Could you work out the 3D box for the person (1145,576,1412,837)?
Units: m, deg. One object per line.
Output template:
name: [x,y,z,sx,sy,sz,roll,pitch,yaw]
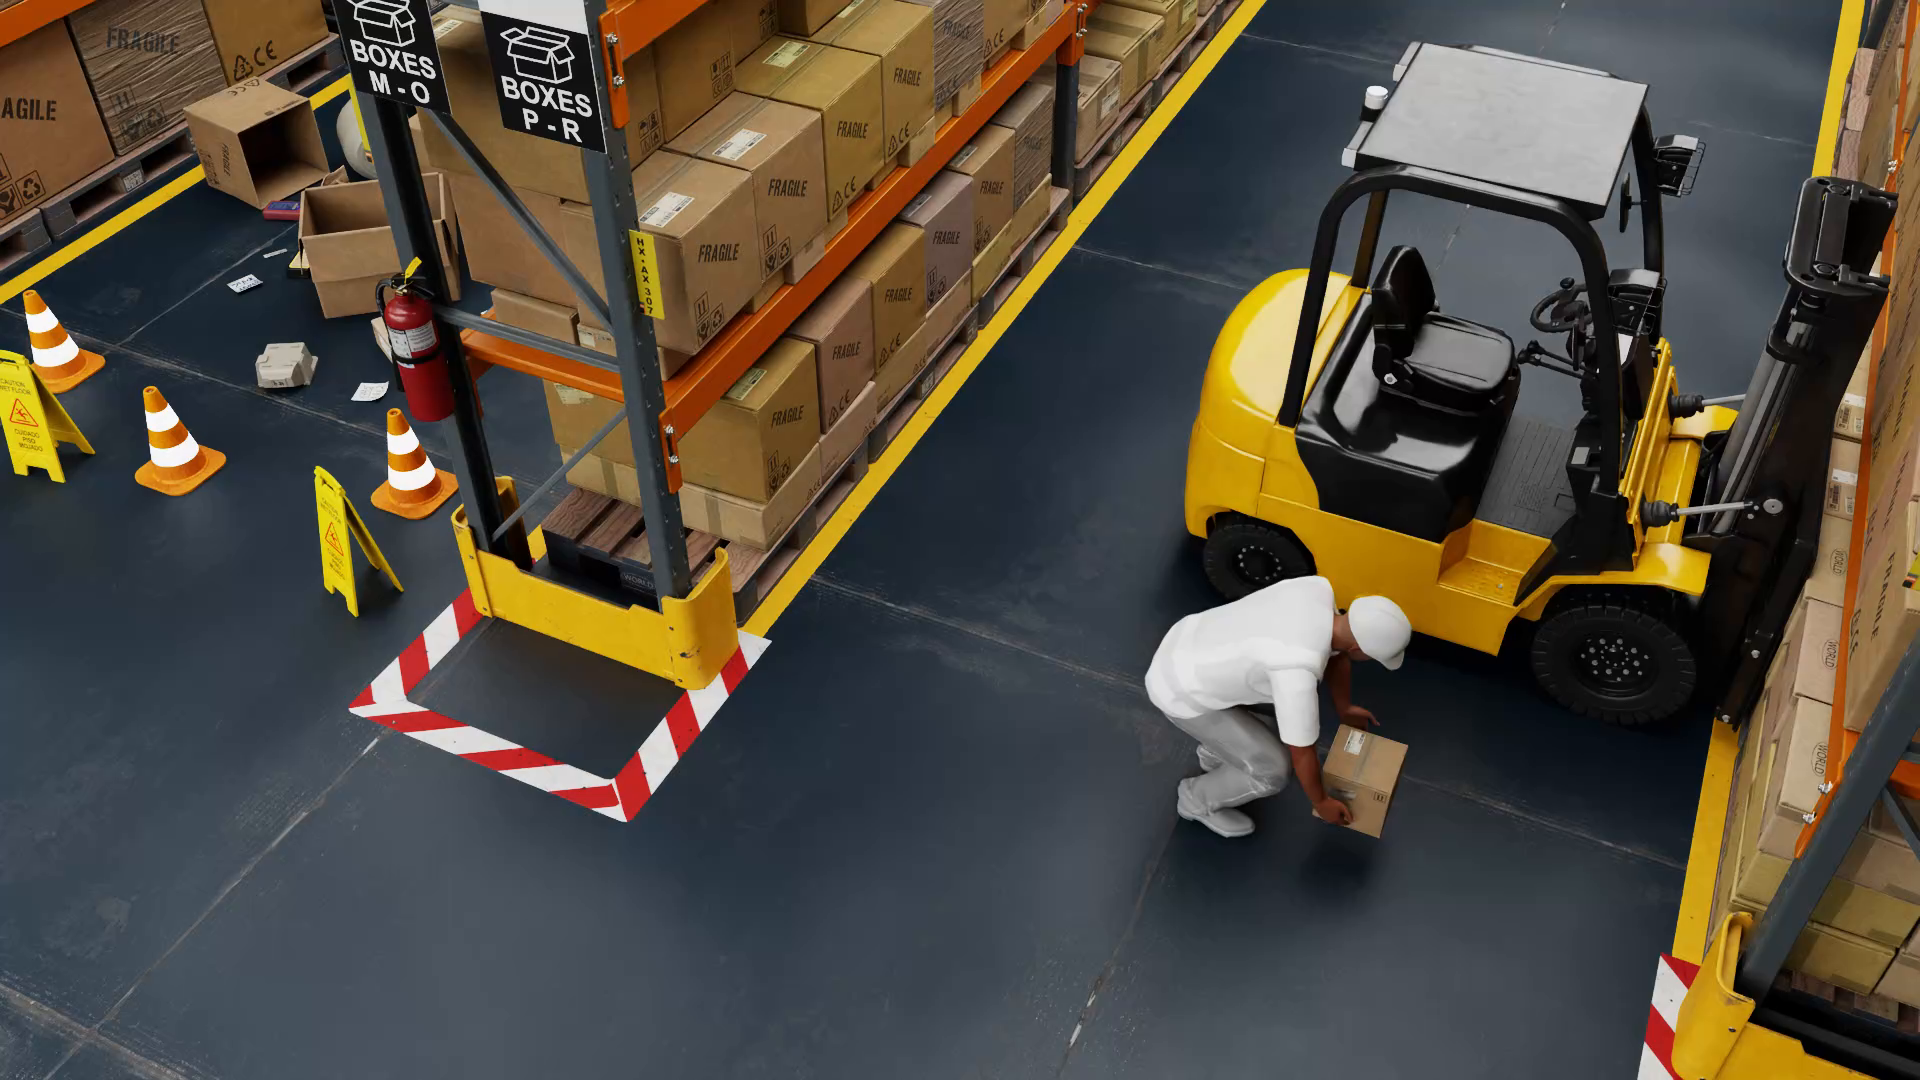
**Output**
person: [1.124,0.554,6.000,0.843,1.132,0.607,17,45,18]
